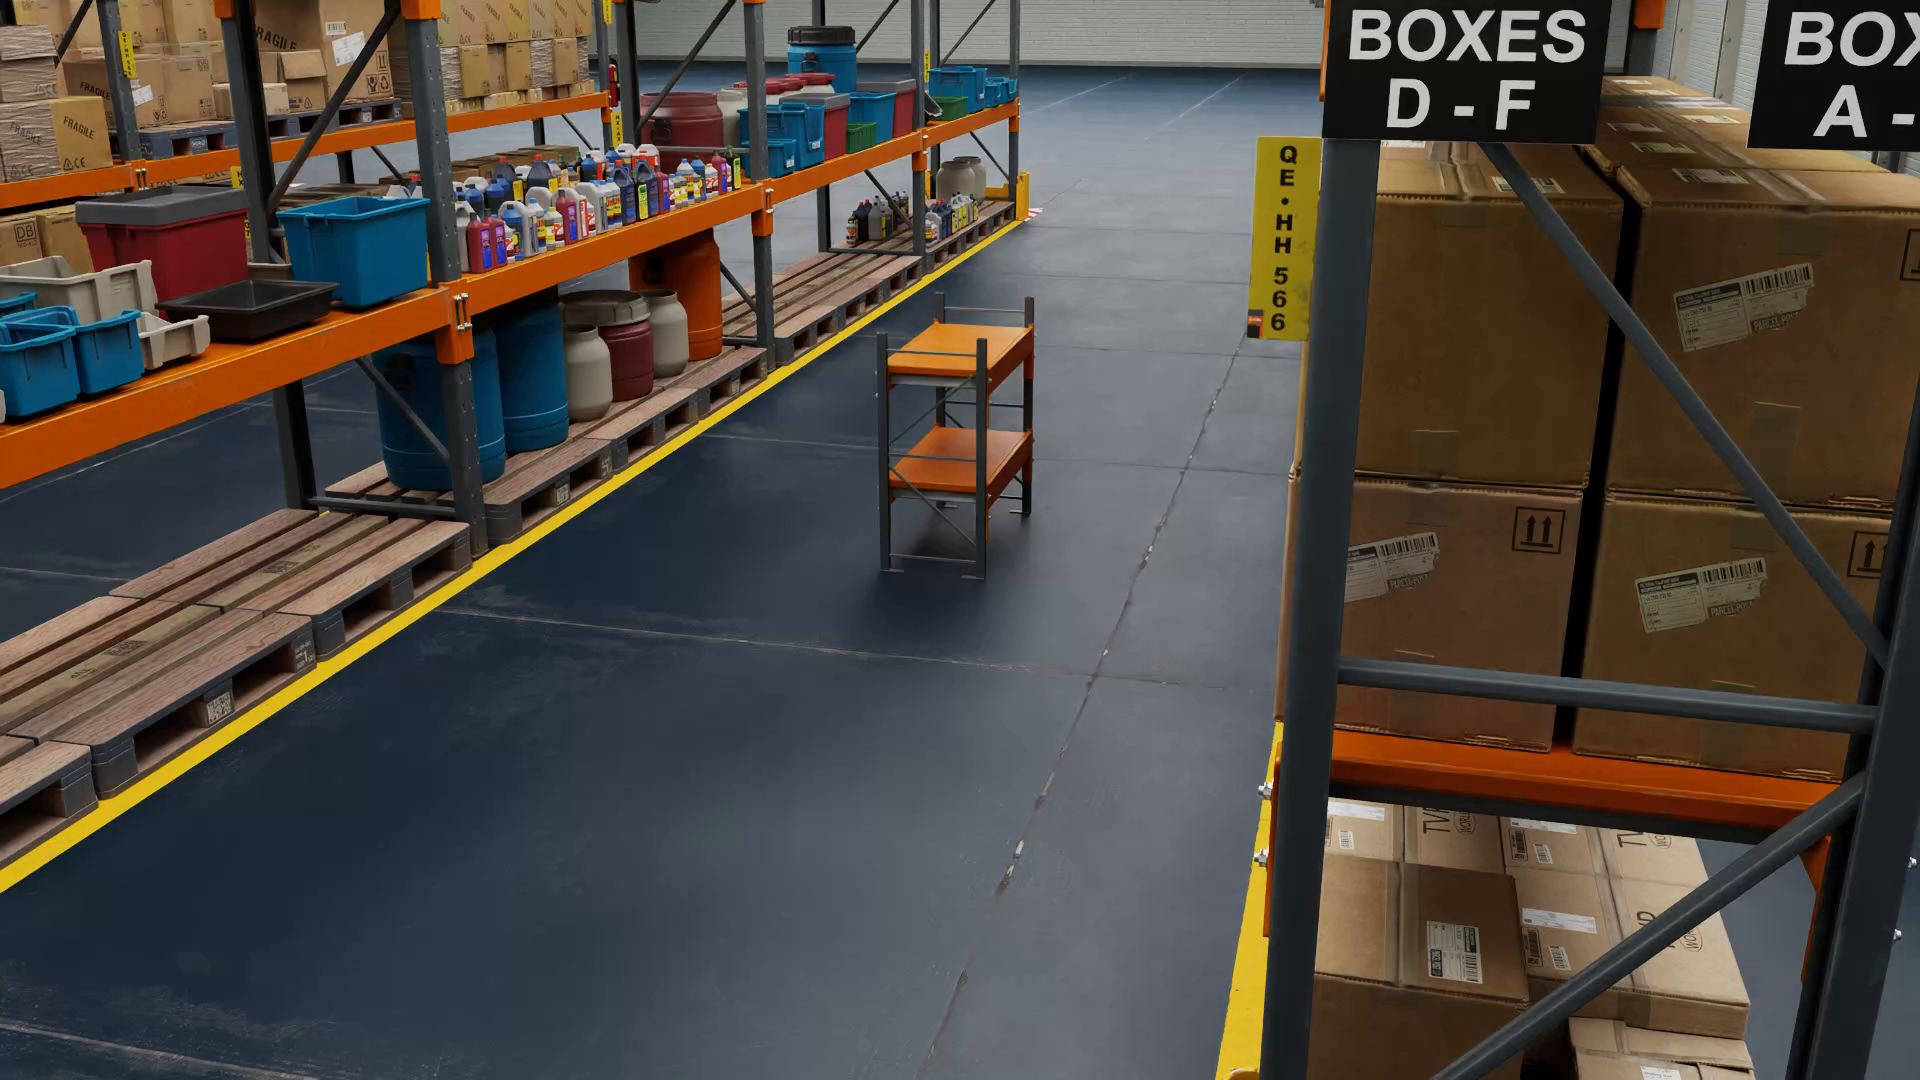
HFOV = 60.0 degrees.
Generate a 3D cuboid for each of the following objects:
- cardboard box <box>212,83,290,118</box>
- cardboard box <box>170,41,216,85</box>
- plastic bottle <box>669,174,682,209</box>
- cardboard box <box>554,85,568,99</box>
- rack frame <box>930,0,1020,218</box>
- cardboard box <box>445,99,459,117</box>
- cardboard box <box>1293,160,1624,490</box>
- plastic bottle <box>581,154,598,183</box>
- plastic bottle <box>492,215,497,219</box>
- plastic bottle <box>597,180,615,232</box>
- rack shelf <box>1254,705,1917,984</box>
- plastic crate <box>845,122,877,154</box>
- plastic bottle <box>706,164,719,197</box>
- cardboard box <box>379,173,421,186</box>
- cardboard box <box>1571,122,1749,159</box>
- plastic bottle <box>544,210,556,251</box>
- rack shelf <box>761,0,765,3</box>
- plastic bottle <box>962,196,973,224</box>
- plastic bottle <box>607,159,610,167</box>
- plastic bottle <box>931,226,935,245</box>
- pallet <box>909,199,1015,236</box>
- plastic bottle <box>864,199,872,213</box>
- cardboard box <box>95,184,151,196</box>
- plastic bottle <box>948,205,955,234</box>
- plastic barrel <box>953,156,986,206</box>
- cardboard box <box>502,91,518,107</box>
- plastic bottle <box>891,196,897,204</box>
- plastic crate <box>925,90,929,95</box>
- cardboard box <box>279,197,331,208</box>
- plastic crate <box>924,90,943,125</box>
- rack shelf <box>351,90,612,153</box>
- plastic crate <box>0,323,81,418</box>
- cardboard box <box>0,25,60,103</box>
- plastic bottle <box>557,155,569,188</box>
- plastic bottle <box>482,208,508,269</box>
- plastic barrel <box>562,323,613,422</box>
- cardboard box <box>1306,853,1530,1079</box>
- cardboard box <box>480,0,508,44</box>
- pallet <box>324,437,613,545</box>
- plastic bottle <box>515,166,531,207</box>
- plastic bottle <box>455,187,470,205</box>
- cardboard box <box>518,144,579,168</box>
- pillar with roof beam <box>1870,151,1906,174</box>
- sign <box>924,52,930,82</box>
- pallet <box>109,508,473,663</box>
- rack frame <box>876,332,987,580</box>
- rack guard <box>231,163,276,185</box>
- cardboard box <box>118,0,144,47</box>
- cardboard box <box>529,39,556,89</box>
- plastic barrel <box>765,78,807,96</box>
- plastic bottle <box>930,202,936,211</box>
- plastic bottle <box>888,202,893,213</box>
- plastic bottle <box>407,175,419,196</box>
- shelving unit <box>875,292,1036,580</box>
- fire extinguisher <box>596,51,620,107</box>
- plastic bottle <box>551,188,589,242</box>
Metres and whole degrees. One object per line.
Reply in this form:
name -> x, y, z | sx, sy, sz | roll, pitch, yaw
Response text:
cardboard box -> -5.963, -3.662, 13.850 | 0.500, 0.250, 0.500 | 4, 19, 12
cardboard box -> -9.586, -5.735, 20.104 | 0.875, 0.550, 0.550 | 5, 19, 13
plastic bottle -> -1.723, -2.091, 9.976 | 0.097, 0.201, 0.097 | 0, 19, 0
cardboard box -> -4.659, -5.072, 18.784 | 0.380, 0.149, 0.250 | 5, 19, 13
rack frame -> 0.162, -5.143, 18.604 | 1.000, 3.000, 0.127 | 5, 19, 13
cardboard box -> -5.200, -4.283, 16.474 | 0.380, 0.149, 0.250 | 5, 19, 13
cardboard box -> 0.897, -0.417, 3.068 | 0.500, 0.500, 0.500 | 4, 19, 13
plastic bottle -> -2.321, -2.281, 10.423 | 0.097, 0.271, 0.097 | 0, 19, 0
plastic bottle -> -2.323, -1.522, 8.309 | 0.097, 0.201, 0.097 | 0, 19, 0
plastic bottle -> -1.950, -1.833, 9.113 | 0.097, 0.271, 0.097 | 0, 19, 0
rack shelf -> 1.544, -0.022, 4.725 | 1.077, 0.370, 4.000 | 5, 19, 13
plastic crate -> -0.967, -3.221, 13.305 | 0.450, 0.188, 0.662 | 5, 19, 13
plastic bottle -> -1.580, -2.274, 10.512 | 0.097, 0.201, 0.097 | 0, 19, 0
cardboard box -> -5.482, -3.419, 16.773 | 0.500, 0.500, 0.500 | 4, 19, 12
cardboard box -> 1.667, -0.695, 3.881 | 0.500, 0.500, 0.500 | 5, 19, 14
plastic bottle -> -2.119, -1.582, 8.487 | 0.097, 0.201, 0.097 | 0, 19, 0
rack shelf -> -1.304, -4.342, 12.730 | 1.077, 0.370, 4.000 | 5, 19, 13
plastic bottle -> 0.050, -3.375, 16.962 | 0.152, 0.276, 0.135 | 5, 19, 14
plastic bottle -> -2.290, -2.367, 10.784 | 0.097, 0.201, 0.097 | 0, 19, 0
plastic bottle -> -0.287, -2.870, 15.599 | 0.097, 0.201, 0.097 | 0, 19, 0
pallet -> -0.015, -3.542, 18.230 | 1.003, 0.211, 1.213 | 5, 19, 13
plastic bottle -> -0.890, -3.129, 16.125 | 0.144, 0.351, 0.185 | 4, 19, 11
cardboard box -> -9.965, -4.372, 18.983 | 0.875, 0.875, 0.875 | 5, 19, 14
plastic bottle -> -0.089, -3.140, 16.262 | 0.061, 0.283, 0.133 | 6, 20, 16
plastic barrel -> 0.075, -3.952, 18.317 | 0.421, 0.512, 0.421 | 0, 19, 0
cardboard box -> -4.920, -4.676, 17.627 | 0.380, 0.149, 0.250 | 5, 19, 13
plastic bottle -> -0.691, -3.378, 16.976 | 0.097, 0.271, 0.097 | 0, 19, 0
plastic crate -> -0.369, -4.763, 17.900 | 0.298, 0.136, 0.250 | 5, 19, 13
cardboard box -> -6.060, -2.792, 14.907 | 0.700, 0.500, 0.500 | 3, 19, 9
plastic crate -> -0.564, -4.014, 15.395 | 0.767, 0.338, 0.504 | 5, 19, 13
rack shelf -> -5.129, -4.567, 18.031 | 1.077, 0.370, 4.000 | 5, 19, 13
plastic crate -> -3.046, -0.541, 5.298 | 0.416, 0.233, 0.300 | 5, 19, 13
cardboard box -> -6.790, -3.321, 11.563 | 0.797, 0.503, 0.637 | 5, 20, 15
plastic bottle -> -2.458, -2.215, 10.211 | 0.061, 0.283, 0.133 | 5, 19, 13
plastic bottle -> -2.234, -1.450, 7.972 | 0.061, 0.283, 0.133 | 5, 19, 13
plastic barrel -> -2.223, -0.964, 9.569 | 0.421, 0.512, 0.421 | 0, 19, 0
cardboard box -> 0.949, 1.049, 3.662 | 0.500, 0.500, 0.500 | 5, 19, 13
cardboard box -> -5.018, -5.376, 17.125 | 0.500, 0.500, 0.500 | 5, 19, 13
pallet -> -2.541, -0.301, 8.742 | 1.003, 0.211, 1.213 | 5, 19, 13
plastic bottle -> -2.551, -2.032, 9.688 | 0.152, 0.276, 0.135 | 5, 19, 13
plastic bottle -> -2.649, -1.739, 8.836 | 0.097, 0.271, 0.097 | 0, 19, 0
cardboard box -> -4.810, -4.356, 19.517 | 0.500, 0.500, 0.500 | 9, 21, 23
pillar with roof beam -> 7.728, -9.132, 21.003 | 9.100, 9.000, 0.400 | 5, 19, 13
sign -> -0.370, -5.319, 18.691 | 0.100, 0.325, 0.005 | 5, 19, 13
pallet -> -2.912, 0.171, 7.360 | 1.003, 0.211, 1.213 | 5, 19, 13
rack frame -> -0.126, -0.371, 7.533 | 0.500, 1.125, 0.032 | 5, 19, 13
rack guard -> -9.420, -4.782, 21.415 | 1.175, 0.500, 0.348 | 5, 19, 13
cardboard box -> -9.871, -5.905, 18.934 | 0.875, 0.550, 0.500 | 5, 19, 13
cardboard box -> -4.972, -5.233, 18.252 | 0.875, 0.500, 0.500 | 5, 19, 13
plastic barrel -> -1.441, -3.441, 13.411 | 0.433, 0.535, 0.433 | 0, 19, 0
plastic bottle -> -0.215, -3.225, 16.522 | 0.152, 0.276, 0.135 | 5, 19, 13
plastic bottle -> -0.706, -3.198, 16.432 | 0.061, 0.283, 0.133 | 5, 19, 13
plastic bottle -> -2.817, -1.730, 8.689 | 0.144, 0.351, 0.185 | 5, 19, 13
shelving unit -> -0.002, -0.530, 8.000 | 0.538, 1.125, 1.048 | 5, 19, 13
fire extinguisher -> -4.166, -5.497, 19.761 | 0.296, 0.674, 0.183 | 5, 19, 13
plastic bottle -> -2.061, -1.728, 8.799 | 0.152, 0.276, 0.135 | 5, 19, 13
